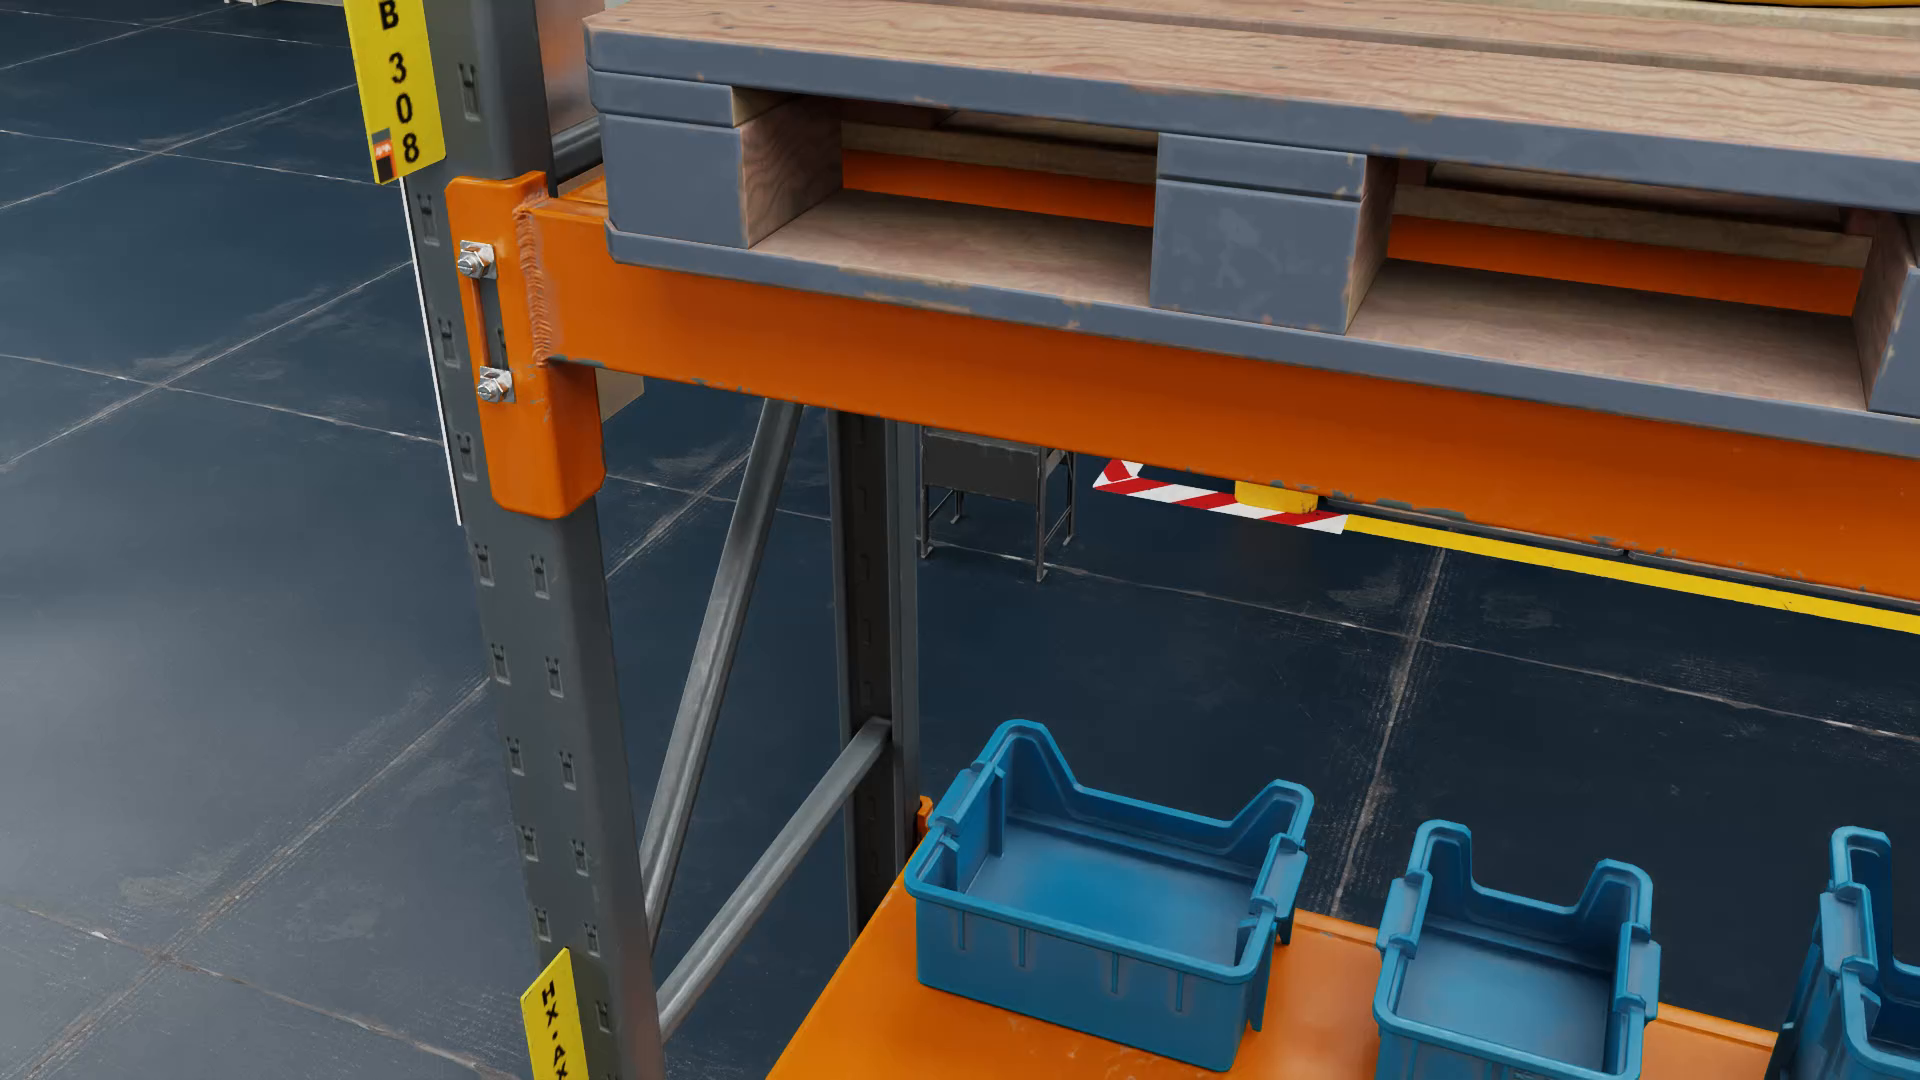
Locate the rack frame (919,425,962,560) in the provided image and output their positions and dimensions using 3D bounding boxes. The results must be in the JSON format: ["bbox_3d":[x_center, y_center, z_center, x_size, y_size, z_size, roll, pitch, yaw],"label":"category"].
[{"bbox_3d":[-0.073,-0.929,6.259,0.015,2.100,0.400,11,31,19],"label":"rack frame"}]

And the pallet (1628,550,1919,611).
[{"bbox_3d":[3.399,-0.133,6.770,1.213,0.211,1.003,11,31,19],"label":"pallet"}]

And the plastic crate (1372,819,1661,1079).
[{"bbox_3d":[0.858,0.706,2.604,0.408,0.251,0.499,11,31,19],"label":"plastic crate"}]

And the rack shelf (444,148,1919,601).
[{"bbox_3d":[1.535,-0.060,1.491,4.000,0.370,1.077,11,31,19],"label":"rack shelf"}]

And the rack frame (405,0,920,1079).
[{"bbox_3d":[-0.319,0.564,2.704,0.053,2.616,0.949,11,31,19],"label":"rack frame"}]

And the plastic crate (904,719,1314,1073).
[{"bbox_3d":[0.259,0.583,2.821,0.616,0.251,0.499,11,31,19],"label":"plastic crate"}]

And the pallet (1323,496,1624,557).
[{"bbox_3d":[2.272,-0.359,7.171,1.213,0.211,1.003,11,31,19],"label":"pallet"}]

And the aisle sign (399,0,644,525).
[{"bbox_3d":[-0.495,-0.449,1.854,0.004,0.787,0.394,11,31,19],"label":"aisle sign"}]

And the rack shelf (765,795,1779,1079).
[{"bbox_3d":[1.535,1.245,2.229,4.000,0.370,1.077,11,31,19],"label":"rack shelf"}]

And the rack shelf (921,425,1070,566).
[{"bbox_3d":[0.153,-0.262,6.530,0.480,0.518,0.431,11,31,19],"label":"rack shelf"}]

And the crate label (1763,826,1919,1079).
[{"bbox_3d":[1.489,0.764,2.314,0.616,0.435,0.502,11,31,19],"label":"crate label"}]

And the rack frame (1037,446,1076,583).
[{"bbox_3d":[0.379,-0.838,6.099,0.015,2.100,0.400,11,31,19],"label":"rack frame"}]

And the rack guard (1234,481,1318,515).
[{"bbox_3d":[1.526,-0.612,7.324,0.348,0.500,1.175,11,31,19],"label":"rack guard"}]

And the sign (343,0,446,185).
[{"bbox_3d":[-0.529,-0.497,1.524,0.005,0.325,0.100,11,31,19],"label":"sign"}]

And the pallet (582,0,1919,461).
[{"bbox_3d":[0.412,-0.464,1.666,1.213,0.211,1.003,11,31,19],"label":"pallet"}]

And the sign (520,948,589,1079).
[{"bbox_3d":[-0.529,0.692,2.196,0.005,0.325,0.100,11,31,19],"label":"sign"}]

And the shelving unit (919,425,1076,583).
[{"bbox_3d":[0.153,-0.883,6.179,0.503,2.100,0.431,11,31,19],"label":"shelving unit"}]
